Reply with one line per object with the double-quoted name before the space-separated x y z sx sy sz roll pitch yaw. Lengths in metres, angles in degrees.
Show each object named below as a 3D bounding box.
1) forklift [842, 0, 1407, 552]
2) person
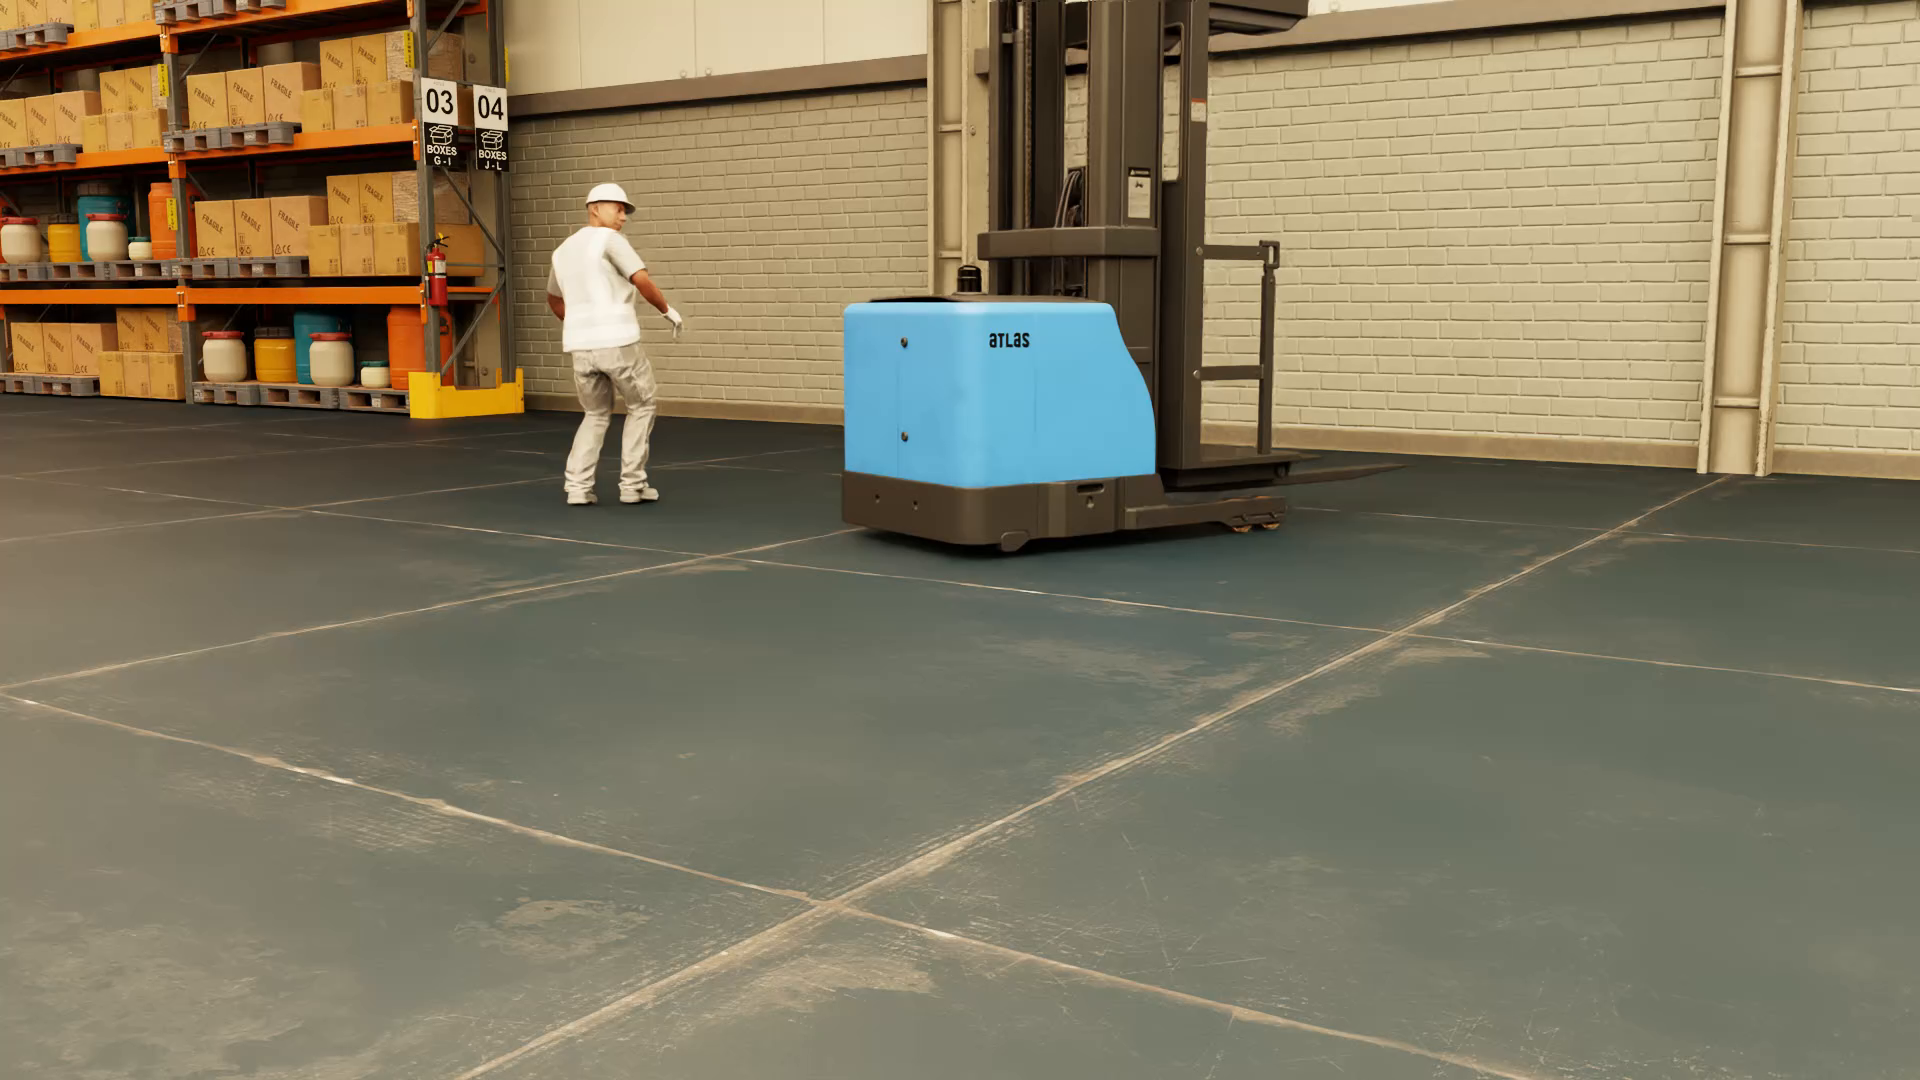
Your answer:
"forklift" 0.944 -1.538 8.005 3.031 2.935 1.130 -6 10 -36
"person" -1.871 -1.036 8.936 0.809 1.726 0.624 4 9 28
